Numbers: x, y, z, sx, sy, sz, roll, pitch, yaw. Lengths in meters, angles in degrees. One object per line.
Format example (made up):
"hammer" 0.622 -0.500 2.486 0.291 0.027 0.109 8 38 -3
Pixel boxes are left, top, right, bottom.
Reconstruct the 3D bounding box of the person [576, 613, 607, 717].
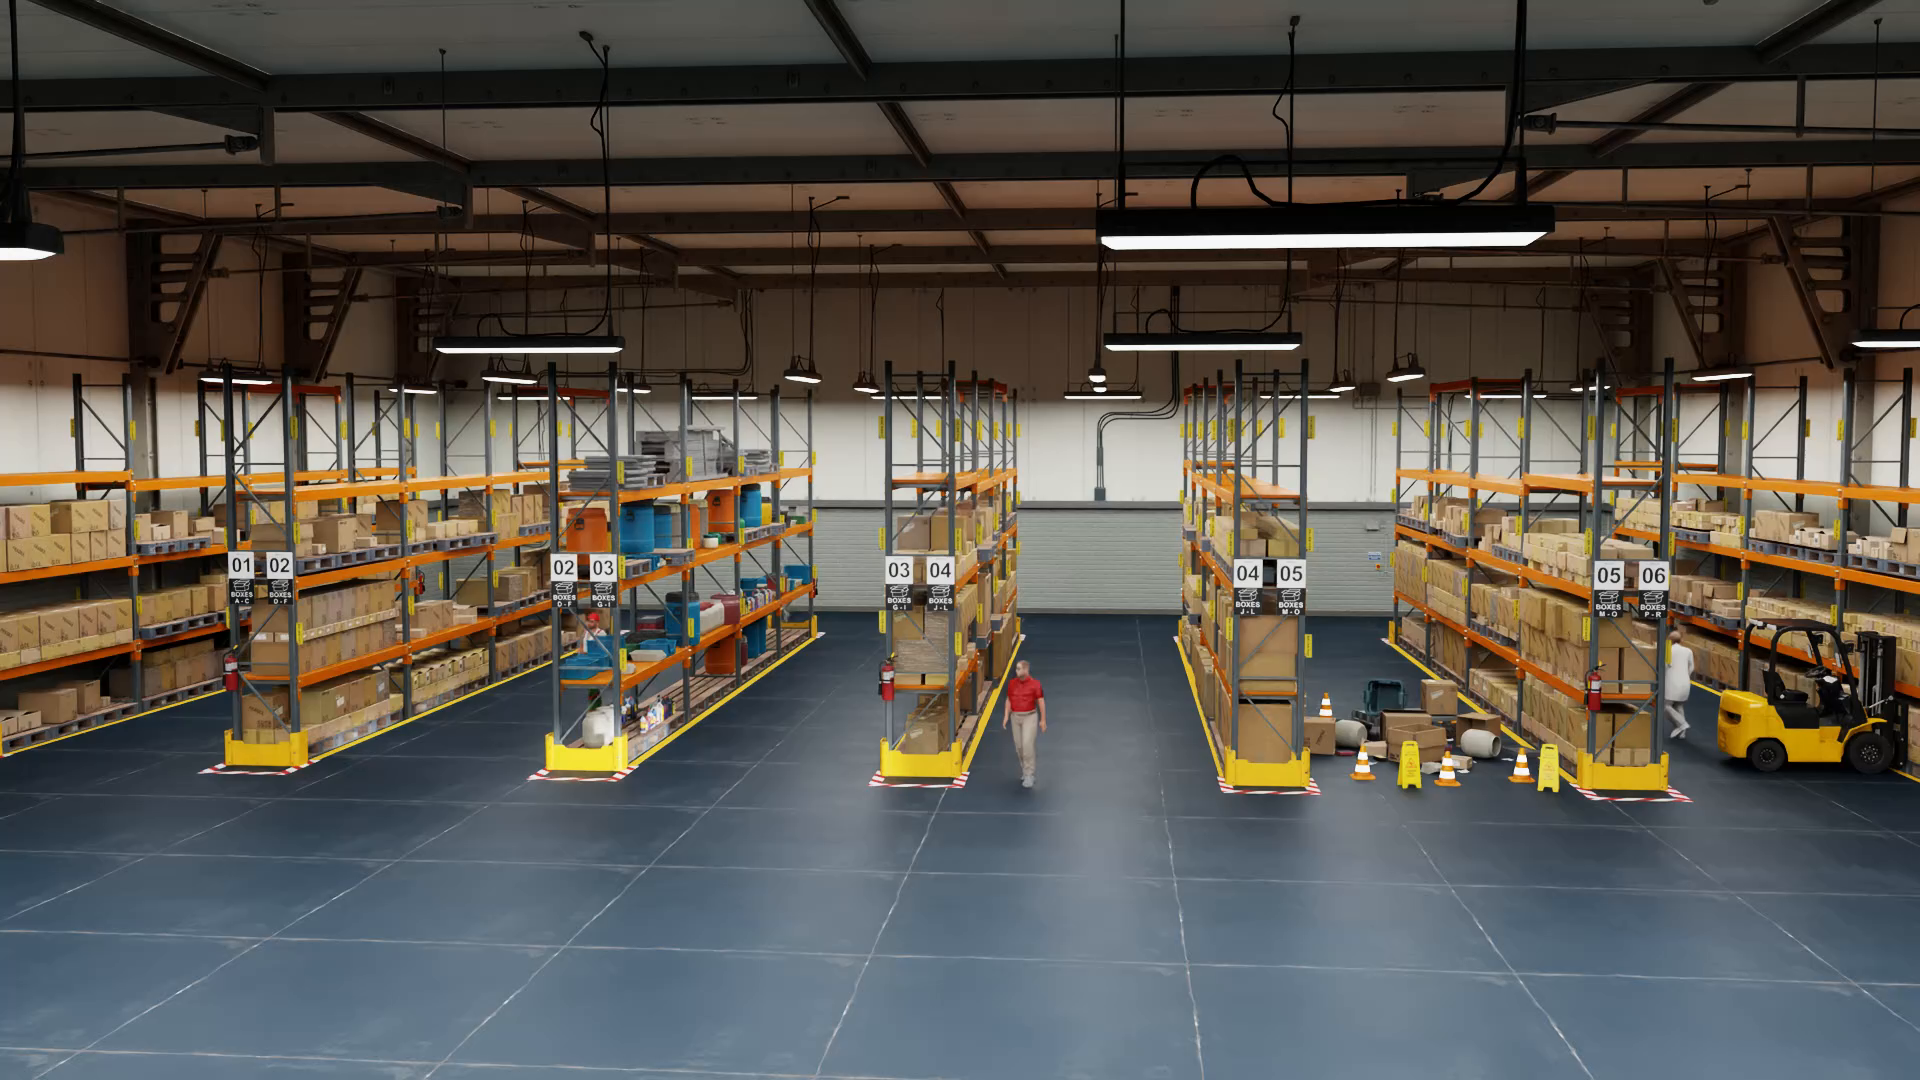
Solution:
"person" -6.489 2.213 29.252 0.627 1.861 0.478 3 5 34

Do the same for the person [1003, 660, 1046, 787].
"person" 0.872 2.590 23.628 0.651 1.726 0.732 2 4 32

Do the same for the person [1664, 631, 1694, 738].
"person" 11.707 2.367 27.040 0.652 1.721 0.775 -1 4 -9

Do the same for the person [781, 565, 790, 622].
"person" -4.619 1.376 42.626 0.482 1.608 1.006 2 4 33
